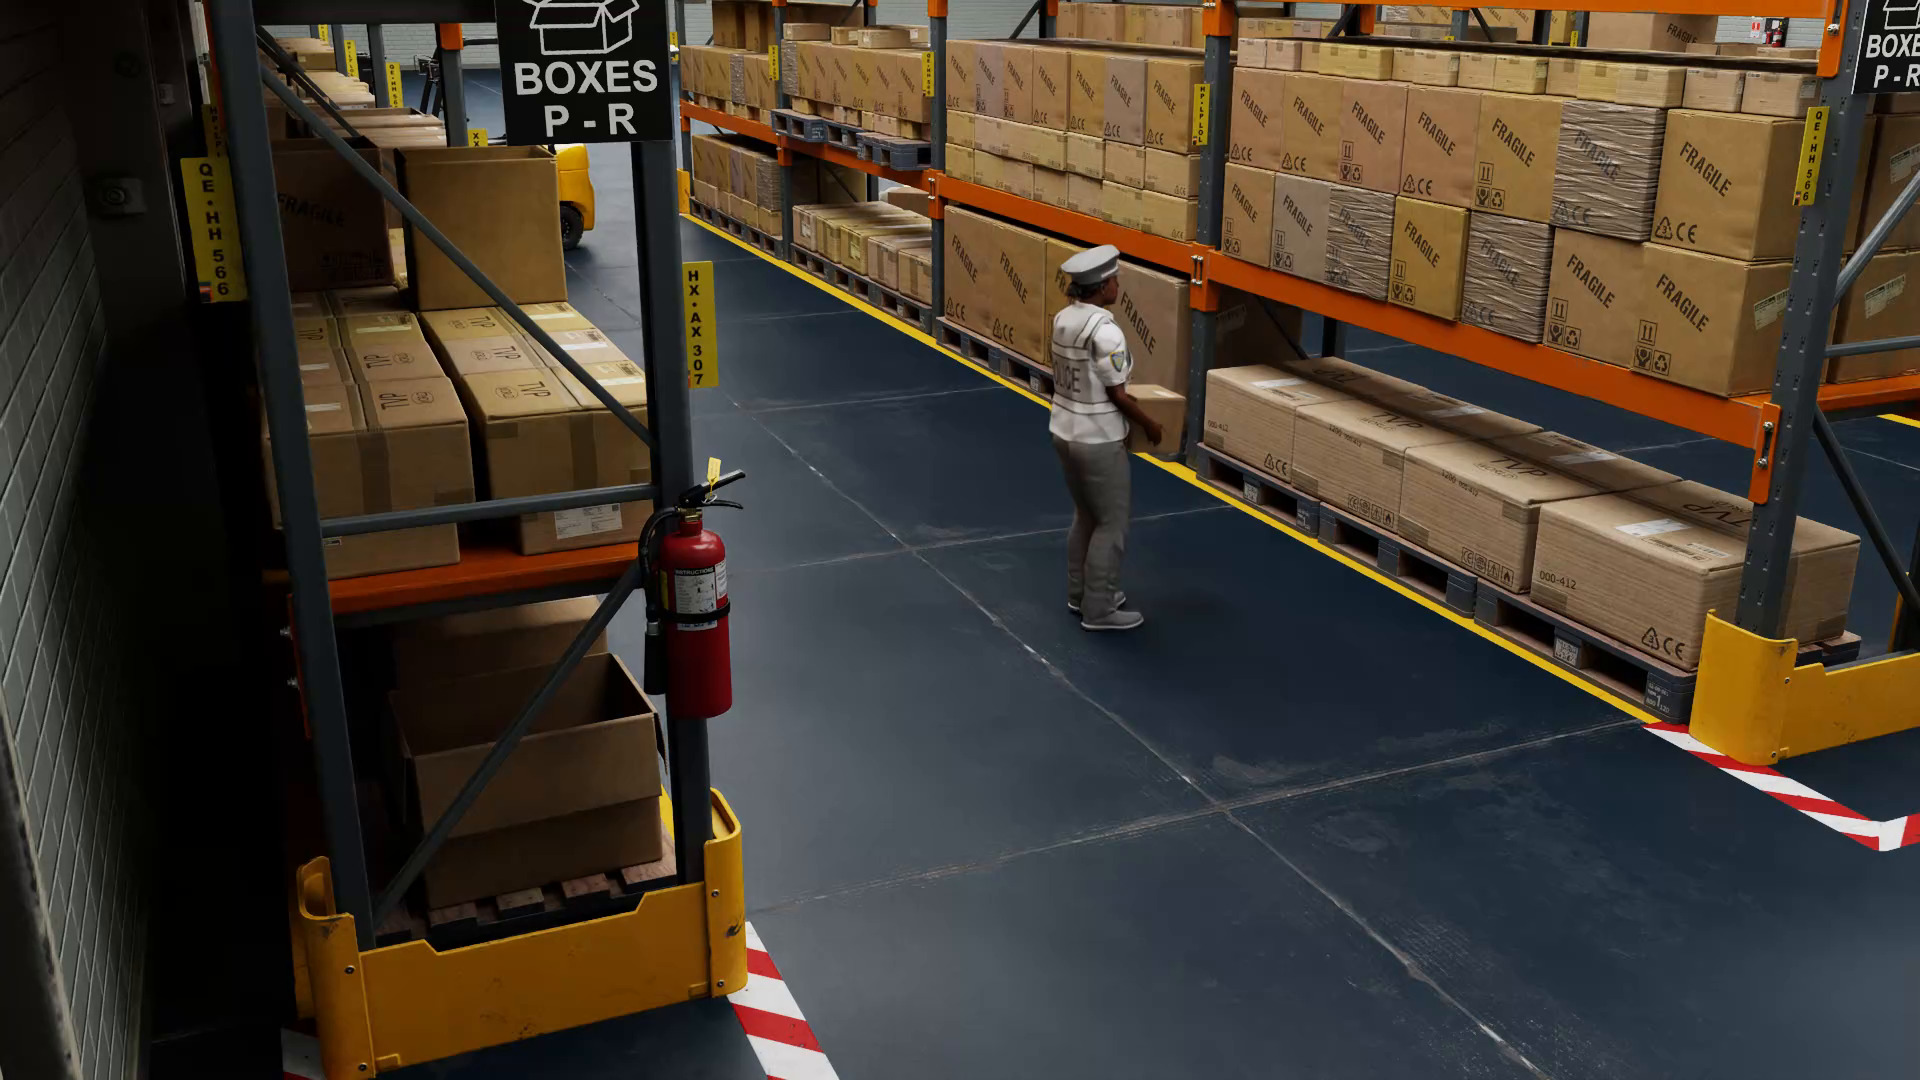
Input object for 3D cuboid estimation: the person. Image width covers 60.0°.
[{"bbox_3d":[0.641,-0.456,7.342,0.478,1.690,0.473,-8,21,-22],"label":"person"}]
